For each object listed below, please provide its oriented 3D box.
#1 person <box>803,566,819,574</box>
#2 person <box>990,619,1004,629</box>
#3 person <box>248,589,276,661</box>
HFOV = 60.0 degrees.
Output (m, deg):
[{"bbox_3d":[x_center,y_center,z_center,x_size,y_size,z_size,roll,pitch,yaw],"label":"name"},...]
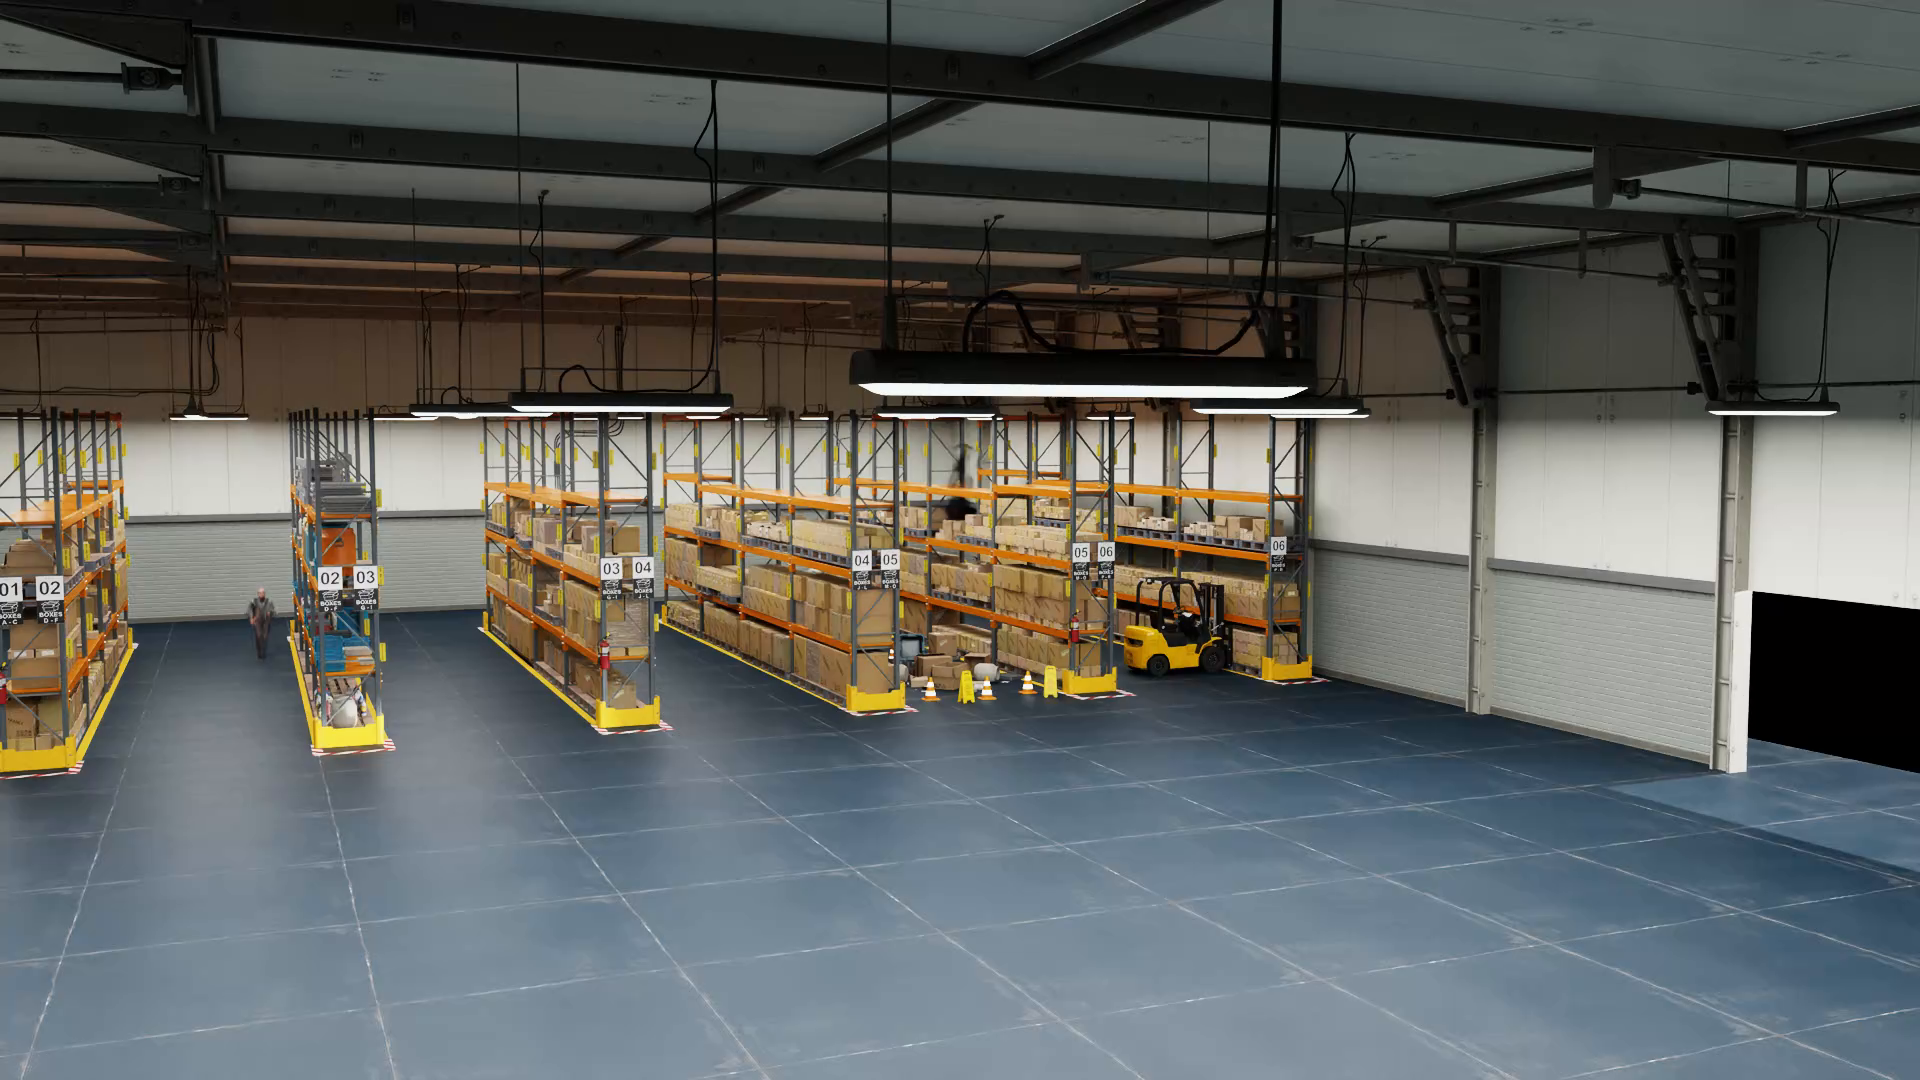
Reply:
[{"bbox_3d":[-4.508,1.400,50.928,0.795,1.539,0.628,-1,4,-11],"label":"person"},{"bbox_3d":[1.011,1.915,43.485,0.556,1.538,0.837,-2,4,-25],"label":"person"},{"bbox_3d":[-16.936,2.059,40.370,0.594,1.774,0.889,-2,5,-31],"label":"person"}]
